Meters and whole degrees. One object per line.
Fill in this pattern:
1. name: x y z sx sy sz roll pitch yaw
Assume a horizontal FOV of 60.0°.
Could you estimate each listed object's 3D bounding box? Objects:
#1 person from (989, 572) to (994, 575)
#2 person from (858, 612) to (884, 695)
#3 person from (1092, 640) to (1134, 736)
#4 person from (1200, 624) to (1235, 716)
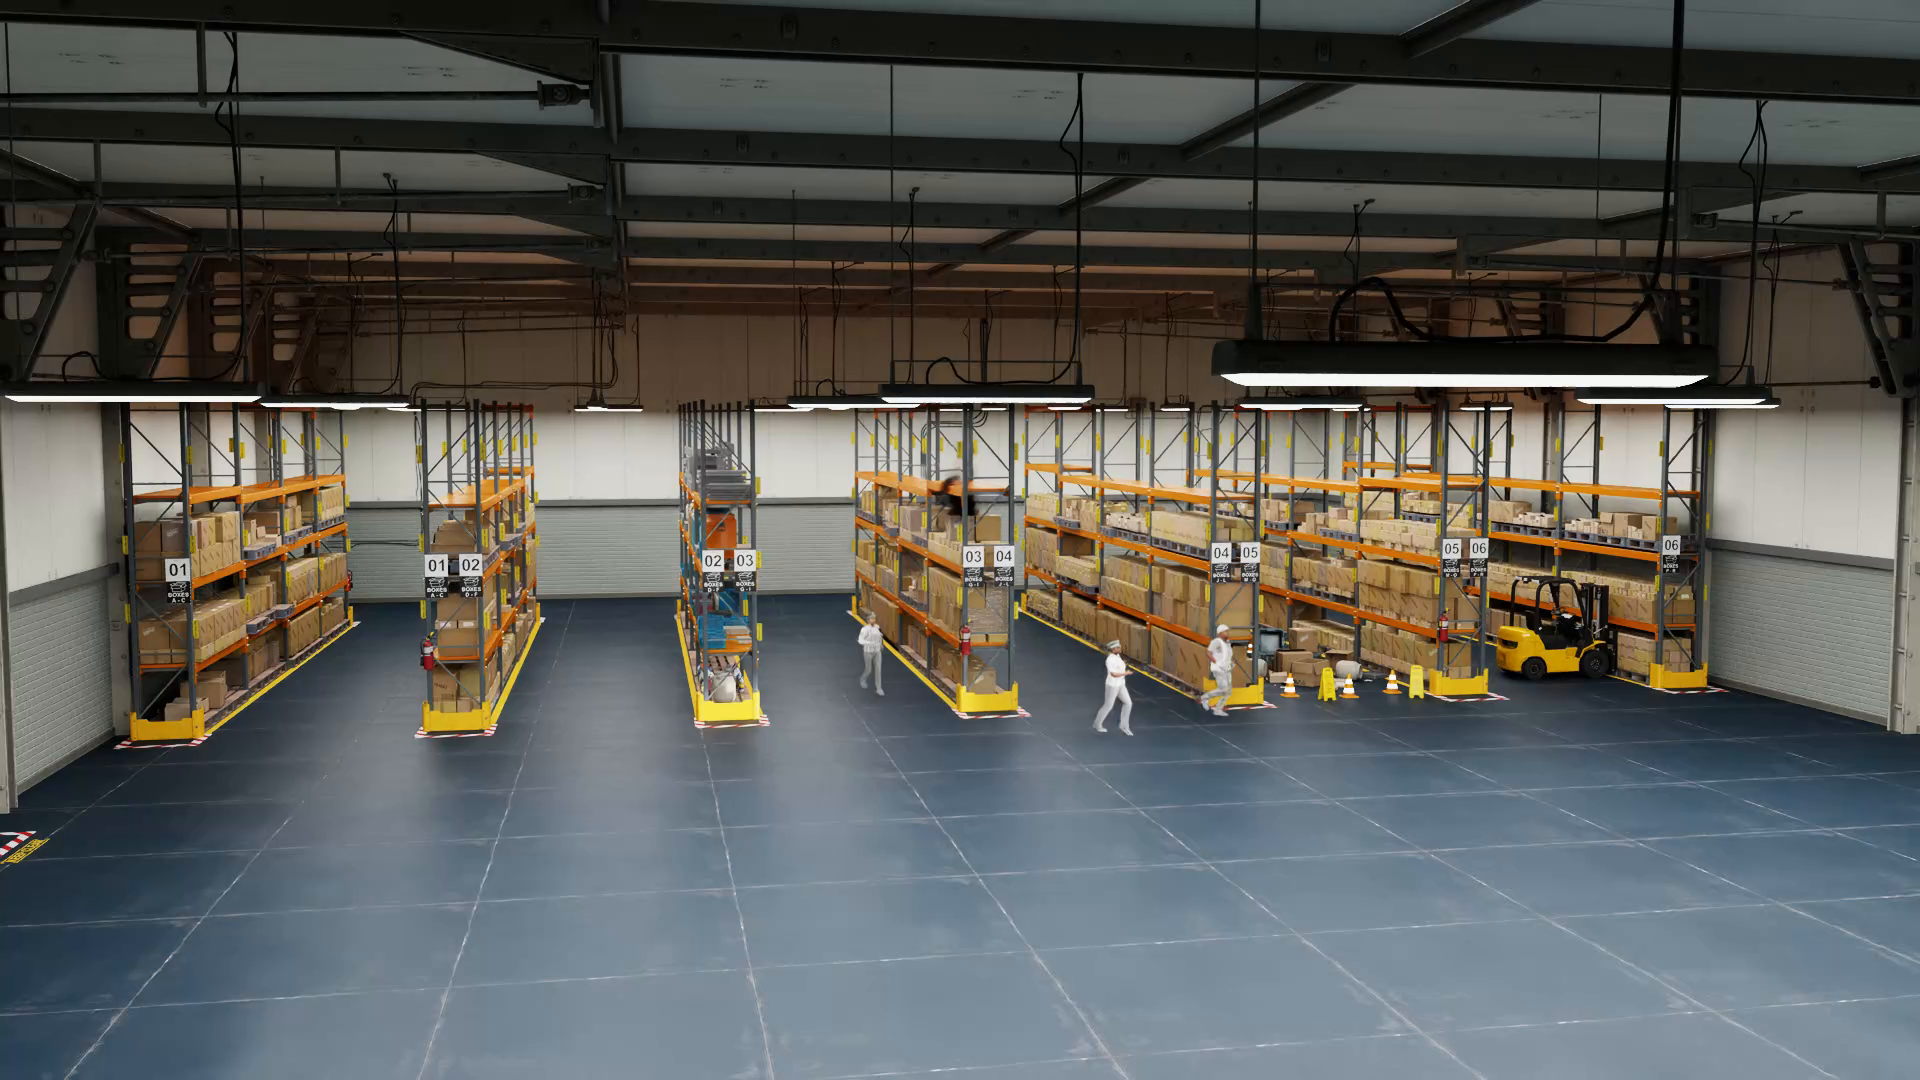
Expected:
1. person: 1.012 1.441 46.254 0.606 1.649 0.734 0 4 3
2. person: -1.779 2.285 33.915 0.617 1.667 0.958 -2 5 -27
3. person: 2.762 2.639 29.675 0.782 1.757 0.546 3 5 32
4. person: 4.943 2.471 31.698 0.556 1.733 0.709 3 5 37
